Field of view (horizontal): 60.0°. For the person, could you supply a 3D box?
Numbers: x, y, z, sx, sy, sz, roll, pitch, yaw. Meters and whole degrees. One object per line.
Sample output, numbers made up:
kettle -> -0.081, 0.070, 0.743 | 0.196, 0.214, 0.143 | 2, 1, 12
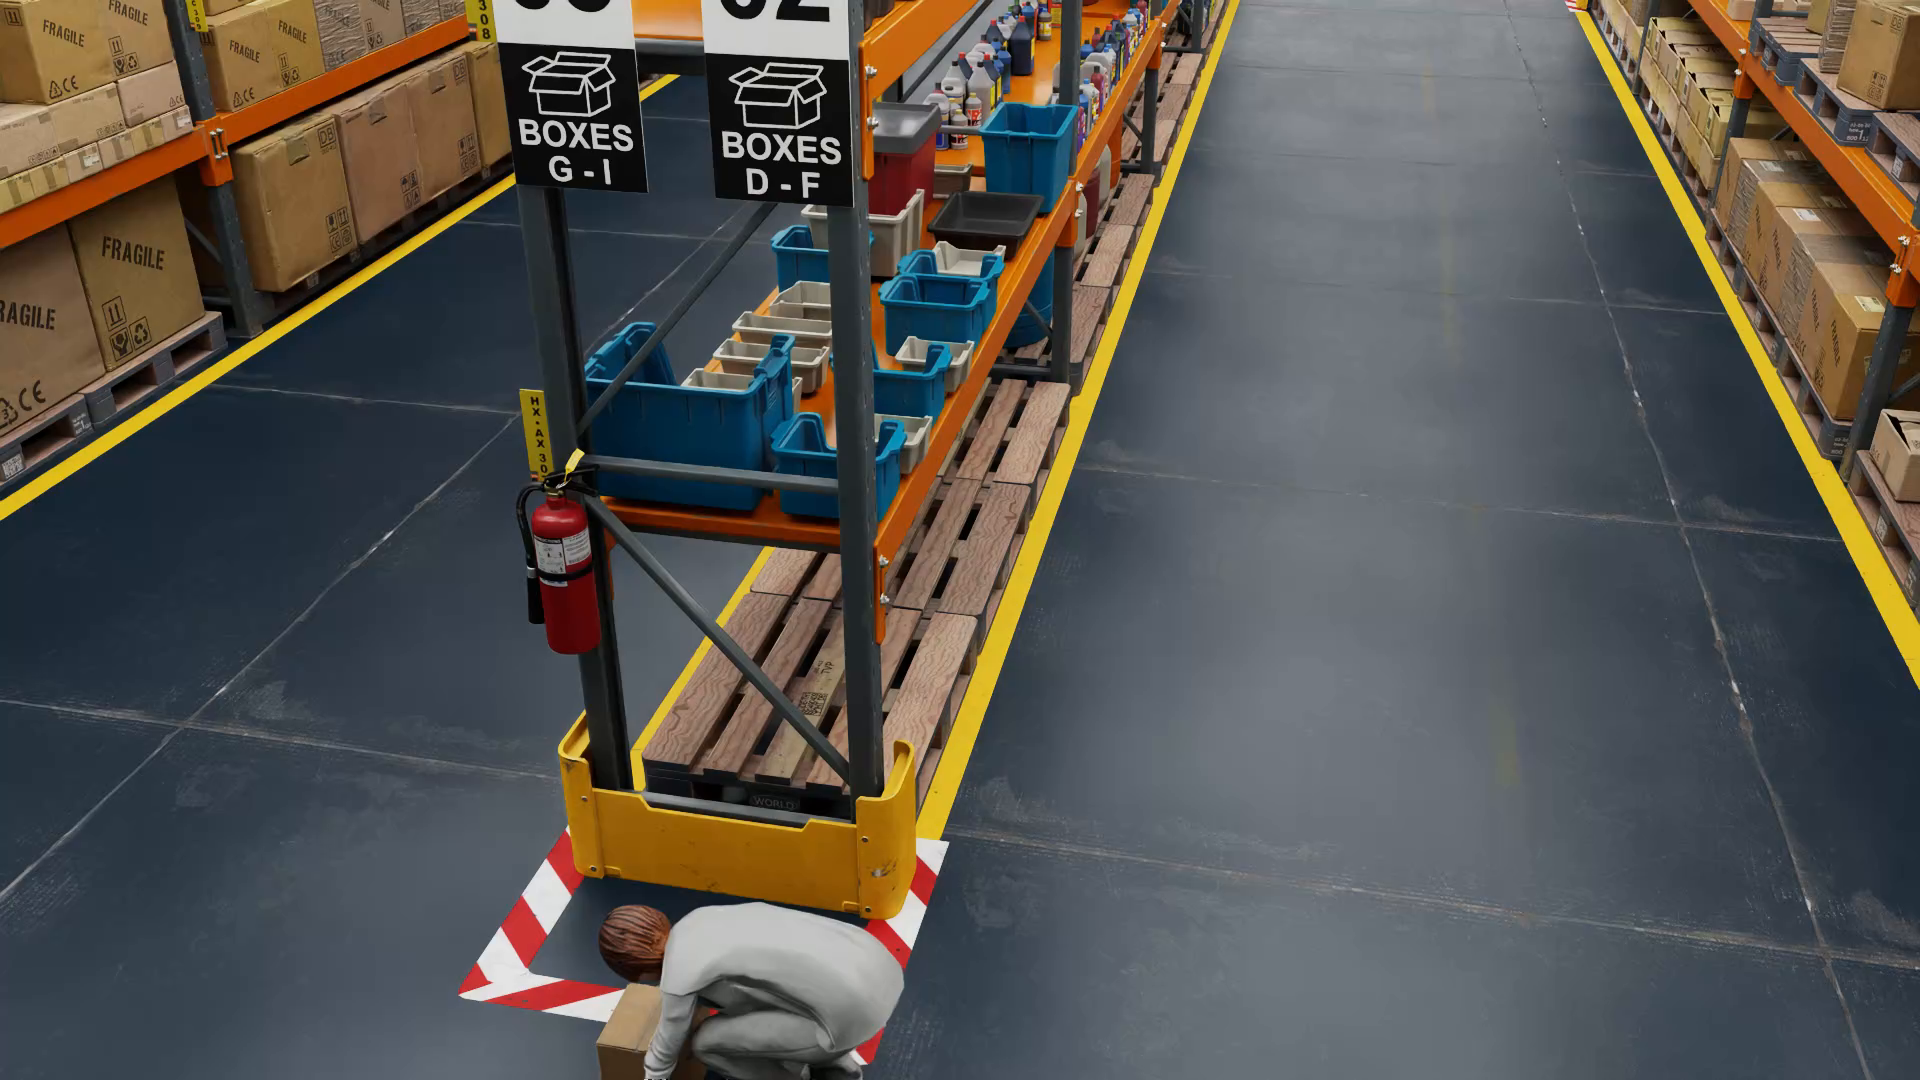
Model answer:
person -> -0.592, 1.363, 4.710 | 0.858, 0.692, 0.414 | 8, 30, 15
